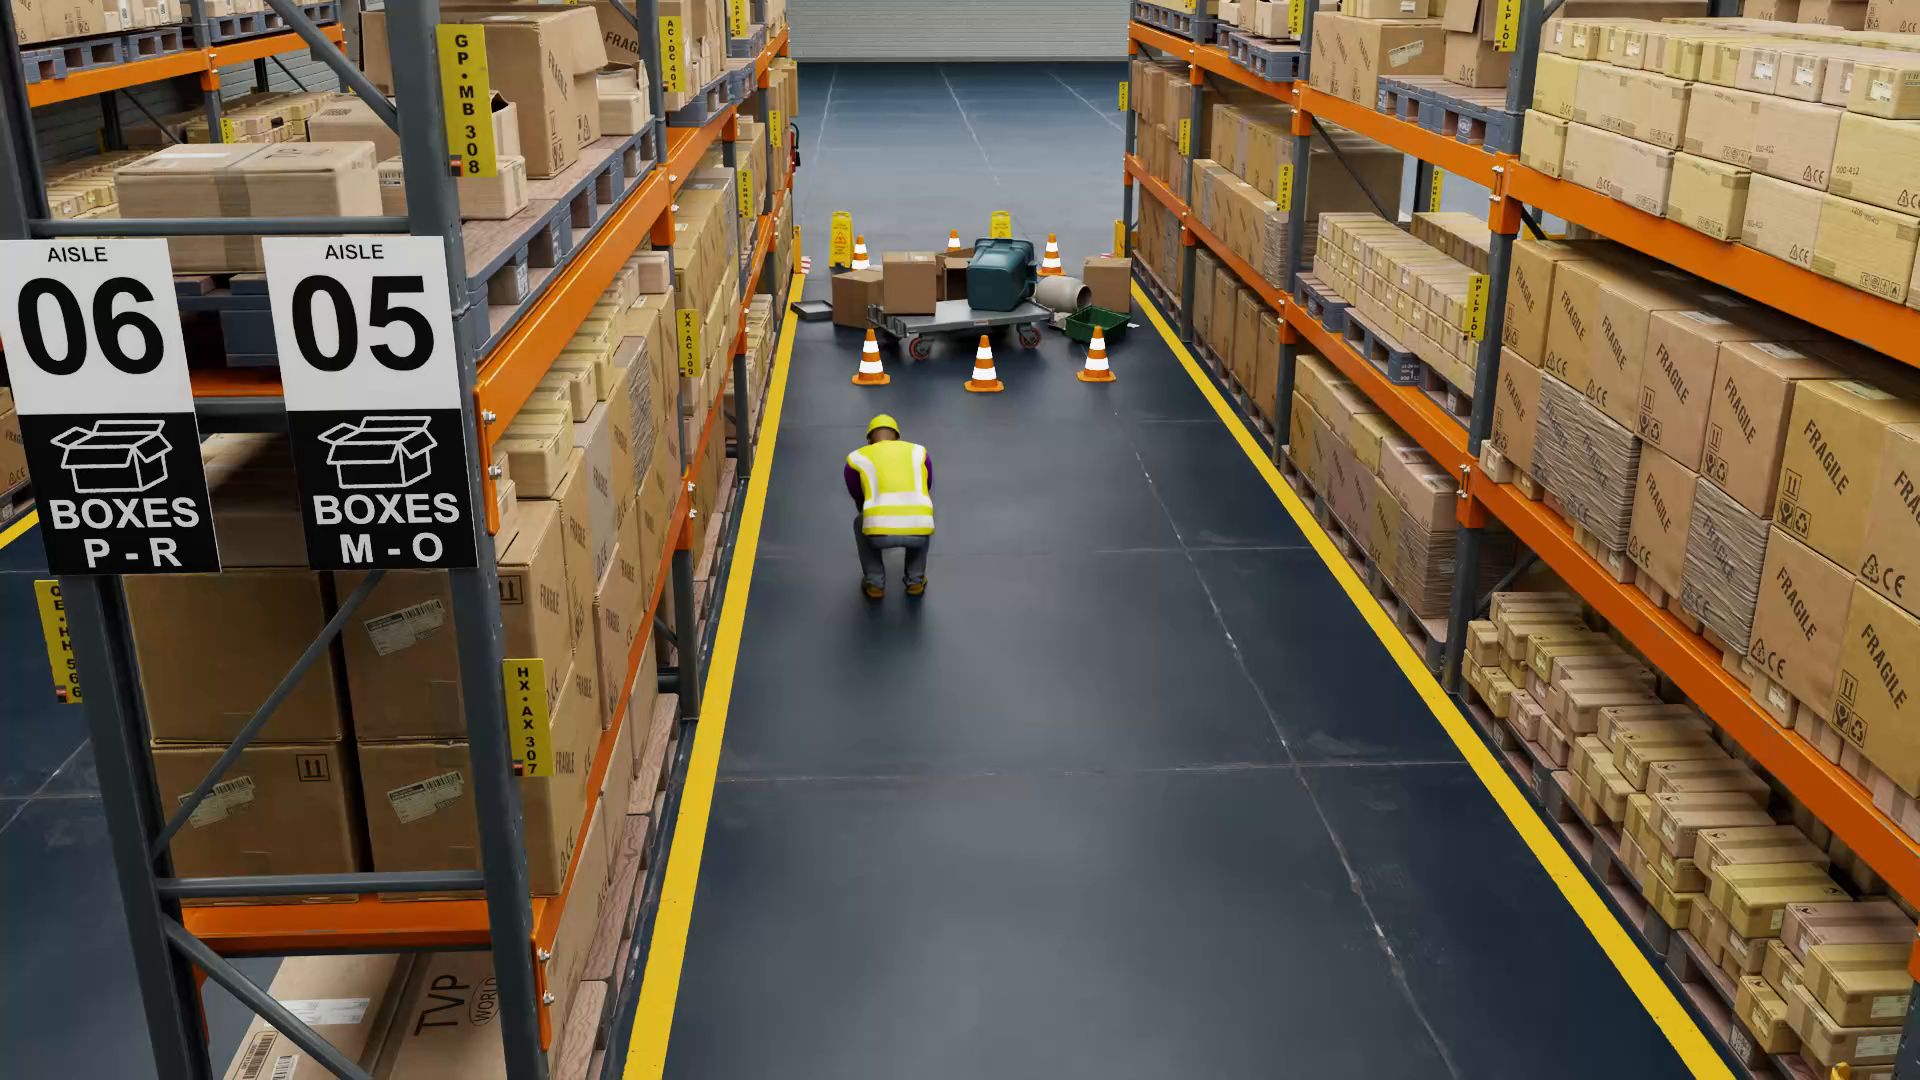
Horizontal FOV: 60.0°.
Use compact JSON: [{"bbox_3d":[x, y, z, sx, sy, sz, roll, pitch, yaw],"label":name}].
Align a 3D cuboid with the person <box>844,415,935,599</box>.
[{"bbox_3d":[-0.434,-0.207,10.216,0.542,1.004,0.918,-2,20,-4],"label":"person"}]
